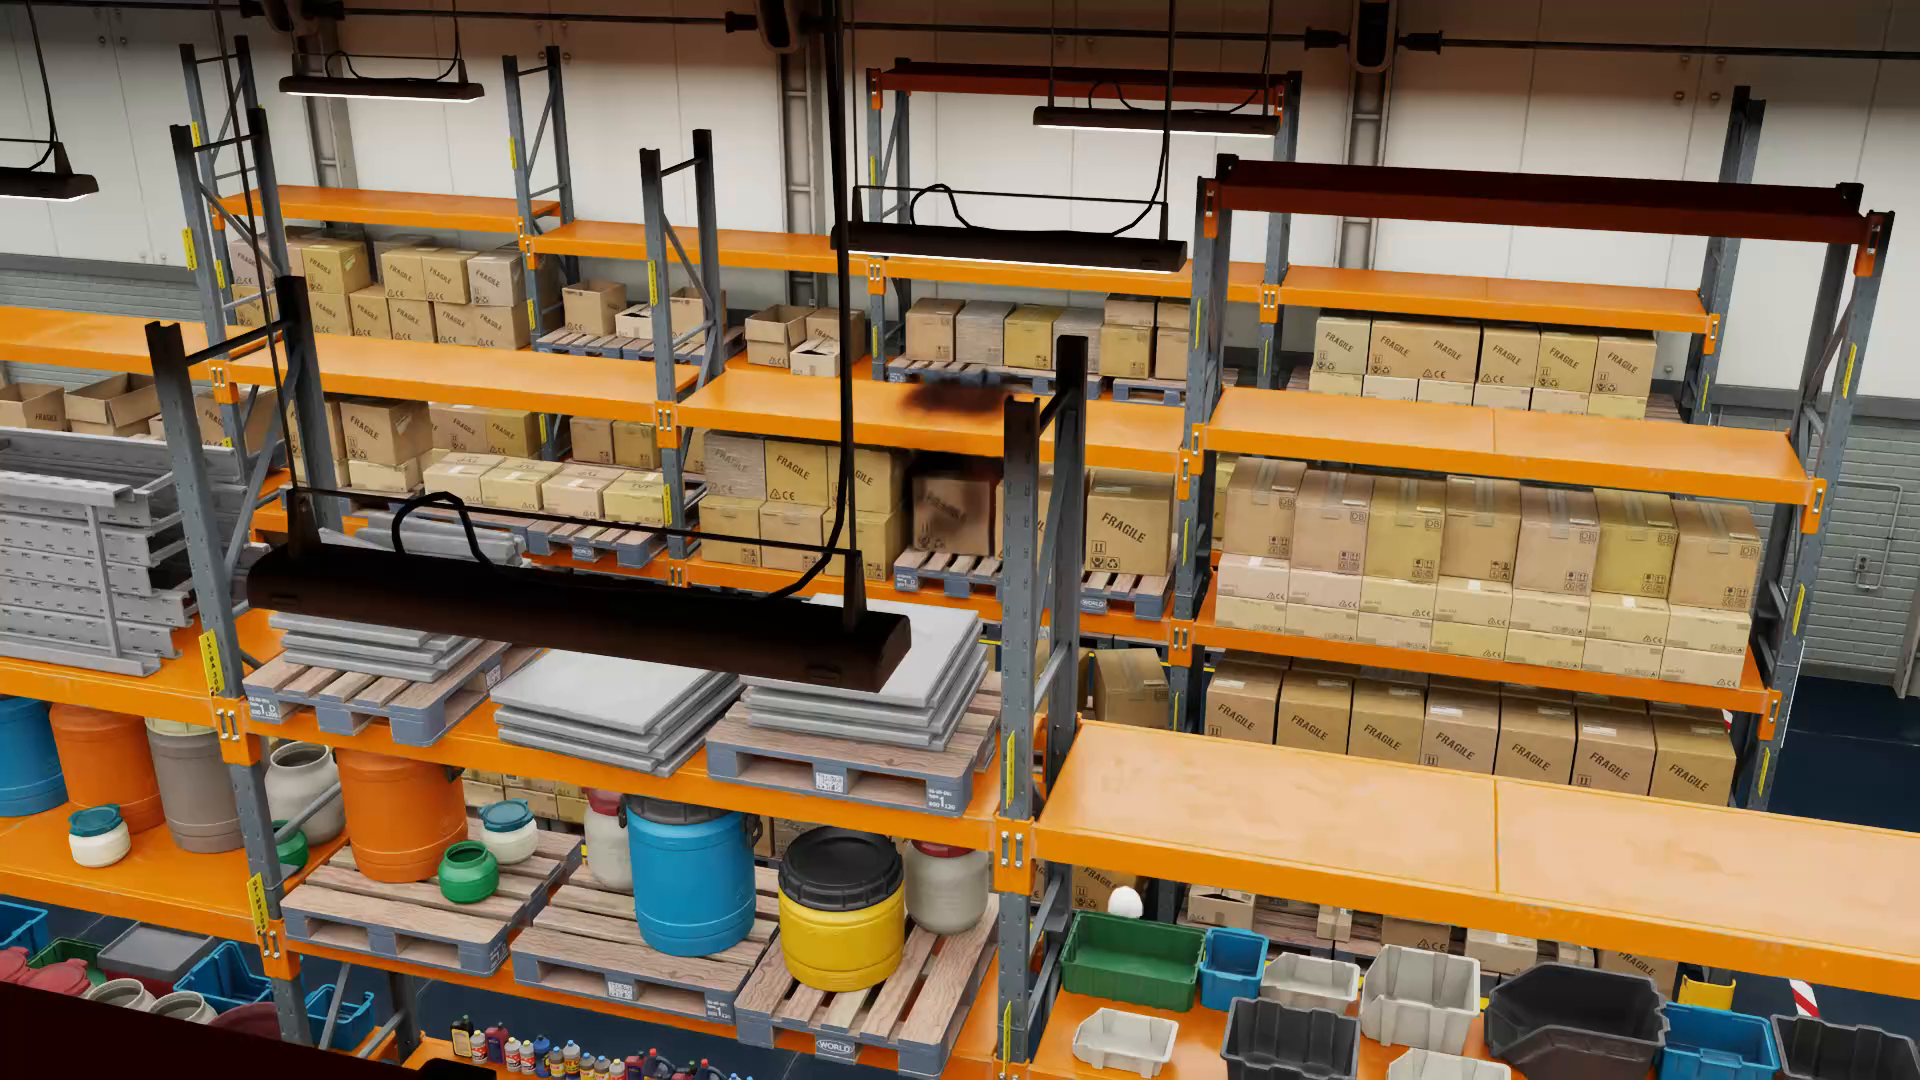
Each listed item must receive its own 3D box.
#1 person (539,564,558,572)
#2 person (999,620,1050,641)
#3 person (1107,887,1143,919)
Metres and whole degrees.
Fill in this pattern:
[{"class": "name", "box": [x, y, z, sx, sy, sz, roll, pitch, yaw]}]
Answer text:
[{"class": "person", "box": [-3.999, 0.981, 16.423, 0.482, 1.660, 0.326, 11, 25, 24]}, {"class": "person", "box": [0.682, 0.770, 16.197, 0.479, 1.807, 0.624, -18, 28, -36]}, {"class": "person", "box": [1.018, 3.009, 10.716, 0.544, 1.782, 0.404, 10, 25, 23]}]
